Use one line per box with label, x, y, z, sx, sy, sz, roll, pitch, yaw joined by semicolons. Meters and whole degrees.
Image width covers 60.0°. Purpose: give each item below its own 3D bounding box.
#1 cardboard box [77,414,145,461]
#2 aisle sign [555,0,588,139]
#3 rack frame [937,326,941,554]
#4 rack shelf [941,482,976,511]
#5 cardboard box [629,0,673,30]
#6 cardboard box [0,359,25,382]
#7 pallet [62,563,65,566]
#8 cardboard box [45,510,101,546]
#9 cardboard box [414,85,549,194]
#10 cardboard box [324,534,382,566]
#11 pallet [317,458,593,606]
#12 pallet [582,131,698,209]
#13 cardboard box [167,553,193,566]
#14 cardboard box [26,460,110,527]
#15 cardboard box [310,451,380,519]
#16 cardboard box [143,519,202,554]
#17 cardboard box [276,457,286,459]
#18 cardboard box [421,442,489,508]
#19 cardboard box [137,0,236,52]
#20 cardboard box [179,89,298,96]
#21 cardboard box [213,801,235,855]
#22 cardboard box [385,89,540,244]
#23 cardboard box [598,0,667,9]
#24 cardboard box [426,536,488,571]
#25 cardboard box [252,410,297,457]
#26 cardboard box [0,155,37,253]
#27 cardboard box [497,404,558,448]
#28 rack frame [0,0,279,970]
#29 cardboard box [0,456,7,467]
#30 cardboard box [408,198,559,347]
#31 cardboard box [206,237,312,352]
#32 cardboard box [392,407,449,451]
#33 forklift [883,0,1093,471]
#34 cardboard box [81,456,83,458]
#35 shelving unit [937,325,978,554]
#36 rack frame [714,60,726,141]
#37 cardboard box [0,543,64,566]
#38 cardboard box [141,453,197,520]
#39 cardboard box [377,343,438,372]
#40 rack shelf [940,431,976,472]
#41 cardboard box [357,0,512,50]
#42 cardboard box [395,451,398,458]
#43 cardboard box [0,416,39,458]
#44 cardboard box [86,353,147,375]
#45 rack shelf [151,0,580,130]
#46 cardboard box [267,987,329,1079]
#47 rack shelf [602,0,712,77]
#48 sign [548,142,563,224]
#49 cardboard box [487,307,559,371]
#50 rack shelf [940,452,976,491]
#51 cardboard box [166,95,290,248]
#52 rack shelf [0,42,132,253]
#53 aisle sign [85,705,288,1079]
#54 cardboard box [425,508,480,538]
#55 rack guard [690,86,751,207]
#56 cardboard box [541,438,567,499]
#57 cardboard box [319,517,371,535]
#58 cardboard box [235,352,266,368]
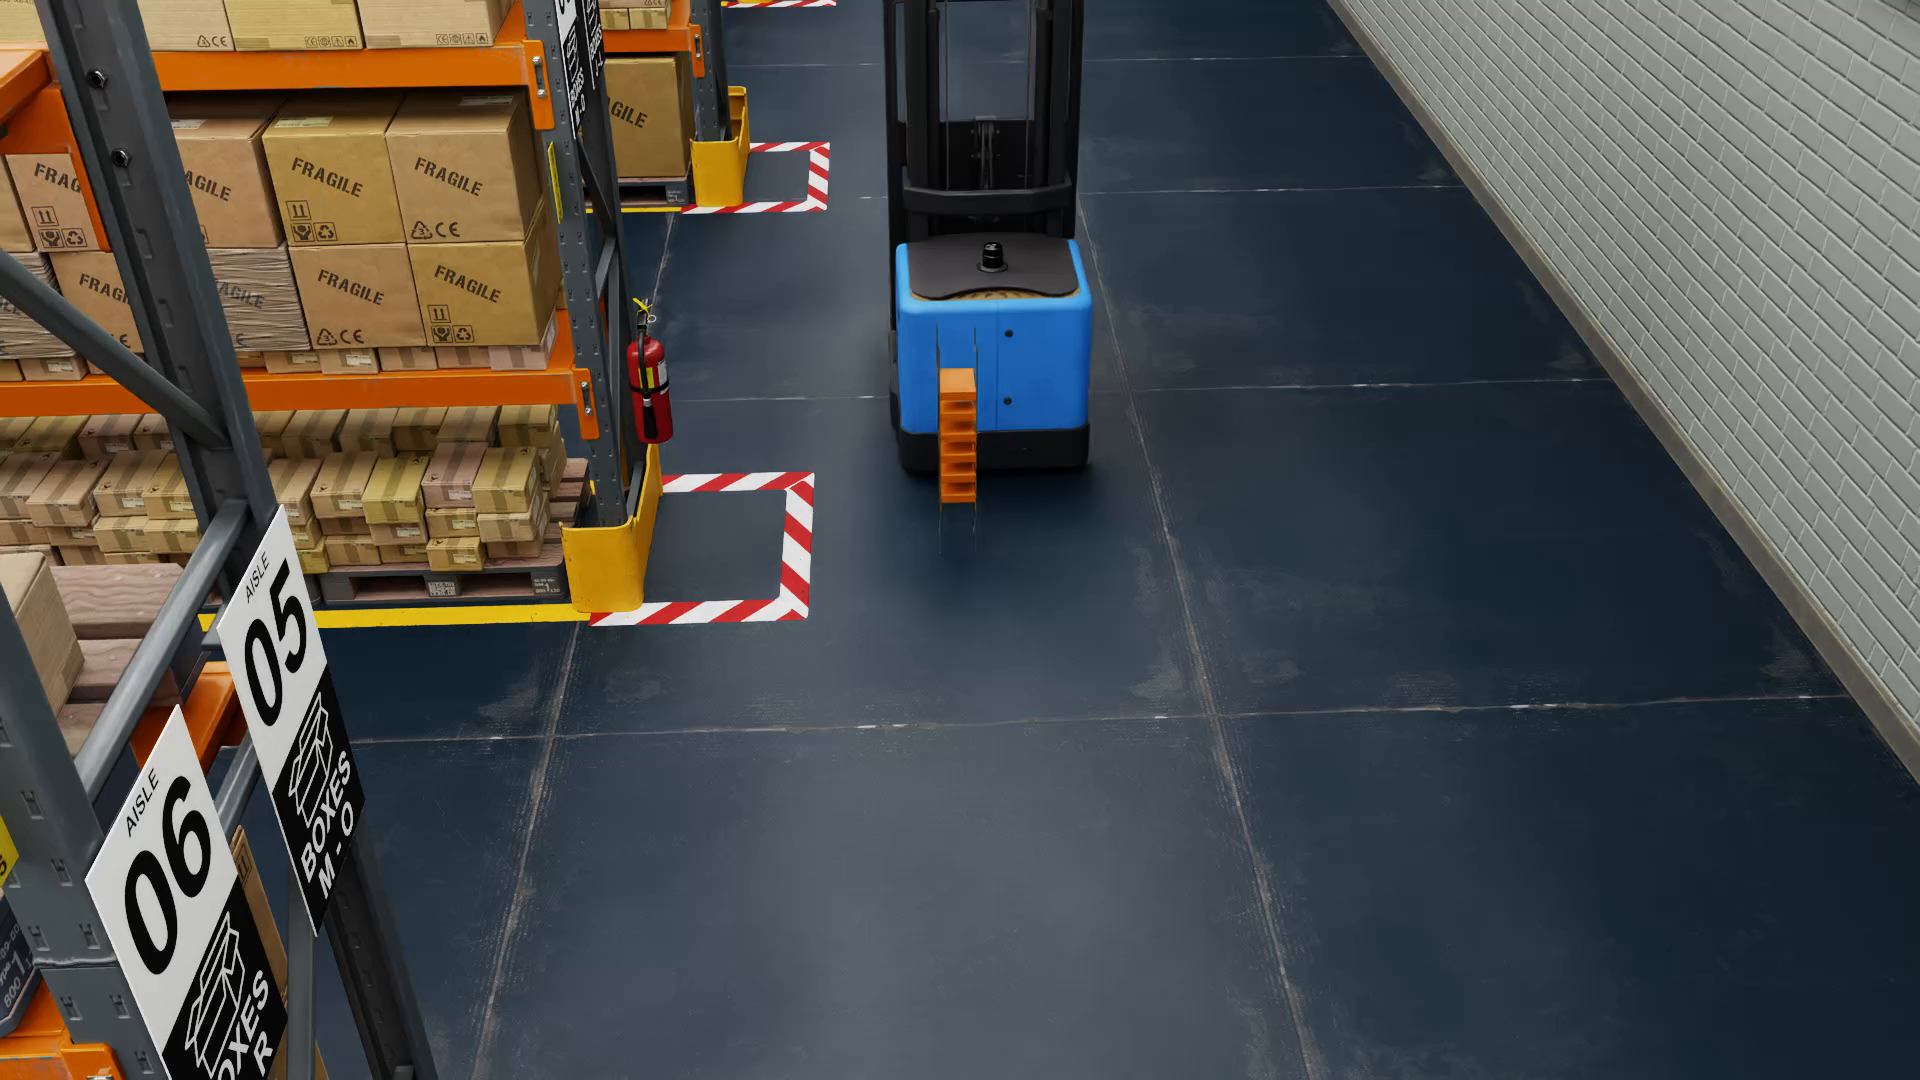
cardboard box;-4.326;-0.566;8.546;0.250;0.149;0.380;-3;35;-5
aisle sign;-1.617;-2.109;6.878;0.004;0.787;0.394;-2;35;-2
rack frame;-0.106;-0.491;8.404;0.006;1.200;0.240;-2;35;-2
rack shelf;-0.014;-0.259;8.570;0.180;0.103;0.258;-2;35;-2
cardboard box;-2.178;-3.731;11.726;0.250;0.149;0.380;-1;35;-1
cardboard box;-4.356;-0.879;7.606;0.250;0.149;0.380;-1;35;-1
pallet;-5.030;0.007;8.554;1.213;0.211;1.003;-2;35;-2
cardboard box;-4.287;-0.136;8.186;0.250;0.149;0.380;0;35;0
cardboard box;-2.165;-1.922;7.664;0.500;0.500;0.500;-2;35;-3
cardboard box;-2.986;-0.040;8.308;0.250;0.149;0.380;-1;35;-2
pallet;-2.593;-0.059;8.649;1.213;0.211;1.003;-2;35;-2
pallet;-2.633;-2.818;12.637;1.213;0.211;1.003;-2;35;-2
cardboard box;-3.768;-0.037;8.304;0.250;0.149;0.380;-1;35;-1
cardboard box;-4.300;-0.227;8.055;0.250;0.149;0.380;-1;35;-1
cardboard box;-2.989;-0.271;8.120;0.250;0.149;0.380;-3;35;-4
cardboard box;-3.784;-0.099;8.133;0.250;0.149;0.380;-1;35;-2
cardboard box;-3.547;-0.394;8.558;0.250;0.149;0.380;0;35;0
cardboard box;-2.475;-0.322;8.192;0.250;0.149;0.380;-1;35;-1
cardboard box;-3.151;-2.194;6.781;0.500;0.250;0.500;0;35;0
cardboard box;-3.190;-1.904;7.637;0.500;0.500;0.500;-2;35;-3
cardboard box;-1.737;0.735;3.515;0.250;0.149;0.380;-1;35;-1
cardboard box;-2.149;-1.630;7.241;0.500;0.500;0.500;-2;35;-3
cardboard box;-2.310;-3.928;11.660;0.500;0.250;0.500;-2;35;-3
cardboard box;-2.472;-0.012;8.268;0.250;0.149;0.380;-1;35;-1
cardboard box;-3.557;-0.586;8.575;0.250;0.149;0.380;-1;35;-1
cardboard box;-4.216;-1.568;7.152;0.500;0.500;0.500;-1;35;-1
cardboard box;-2.244;-0.633;8.642;0.250;0.149;0.380;-3;35;-4
rack frame;-1.369;-0.865;2.092;0.127;3.000;1.000;-2;35;-2
cardboard box;-4.817;-0.246;8.083;0.250;0.149;0.380;-2;35;-3
cardboard box;-2.141;-1.214;7.519;0.500;0.500;0.500;-1;35;-1
cardboard box;-3.161;-1.184;7.476;0.500;0.500;0.500;-1;35;-2
cardboard box;-2.771;-0.623;8.628;0.250;0.149;0.380;-2;35;-2
forklift;0.113;-2.398;9.639;1.130;2.935;3.031;-2;35;-3
cardboard box;-4.608;-0.396;8.561;0.250;0.149;0.380;-1;35;-2
shelving unit;-0.014;-0.493;8.408;0.189;1.200;0.258;-2;35;-2
rack frame;-1.838;-4.029;11.936;0.053;2.616;0.949;-2;35;-2
cardboard box;-4.558;-0.007;8.261;0.250;0.149;0.380;-2;35;-3
cardboard box;-3.784;-0.265;8.111;0.250;0.149;0.380;-1;35;-2
cardboard box;-2.516;-0.936;7.687;0.250;0.149;0.380;-2;35;-3
rack shelf;-0.014;-0.456;8.433;0.180;0.103;0.258;-2;35;-2
cardboard box;-2.146;-2.218;6.815;0.500;0.250;0.500;-2;35;-3
cardboard box;-3.018;-0.486;8.691;0.250;0.149;0.380;-1;35;-1
cardboard box;-4.855;-0.544;8.514;0.250;0.149;0.380;-2;35;-3
cardboard box;-3.822;-0.916;7.659;0.250;0.149;0.380;0;35;0
rack shelf;-3.702;-2.093;7.134;4.000;0.370;1.077;-2;35;-2
cardboard box;-1.862;1.411;3.988;0.500;0.500;0.500;-2;35;-3
rack shelf;-3.836;-3.681;12.066;4.000;0.370;1.077;-2;35;-2
sign;-1.698;-1.499;6.985;0.005;0.325;0.100;-2;35;-2
cardboard box;-2.016;-0.936;7.688;0.250;0.149;0.380;-1;35;-2
rack shelf;-0.014;-0.358;8.502;0.180;0.103;0.258;-2;35;-2
cardboard box;-3.175;-1.597;7.194;0.500;0.500;0.500;0;35;0
rack shelf;-3.367;-0.351;2.333;4.000;0.370;1.077;-2;35;-2
aisle sign;-1.282;0.707;2.808;0.004;0.787;0.394;-2;35;-2
cardboard box;-2.481;-0.179;8.247;0.250;0.149;0.380;-2;35;-3
rack guard;-1.814;-3.004;12.651;0.348;0.500;1.175;-2;35;-2
cardboard box;-2.243;-0.377;8.795;0.250;0.149;0.380;-1;35;-1
cardboard box;-3.010;-0.192;8.266;0.250;0.149;0.380;-2;35;-3
cardboard box;-3.307;-0.952;7.710;0.250;0.149;0.380;-3;35;-4
